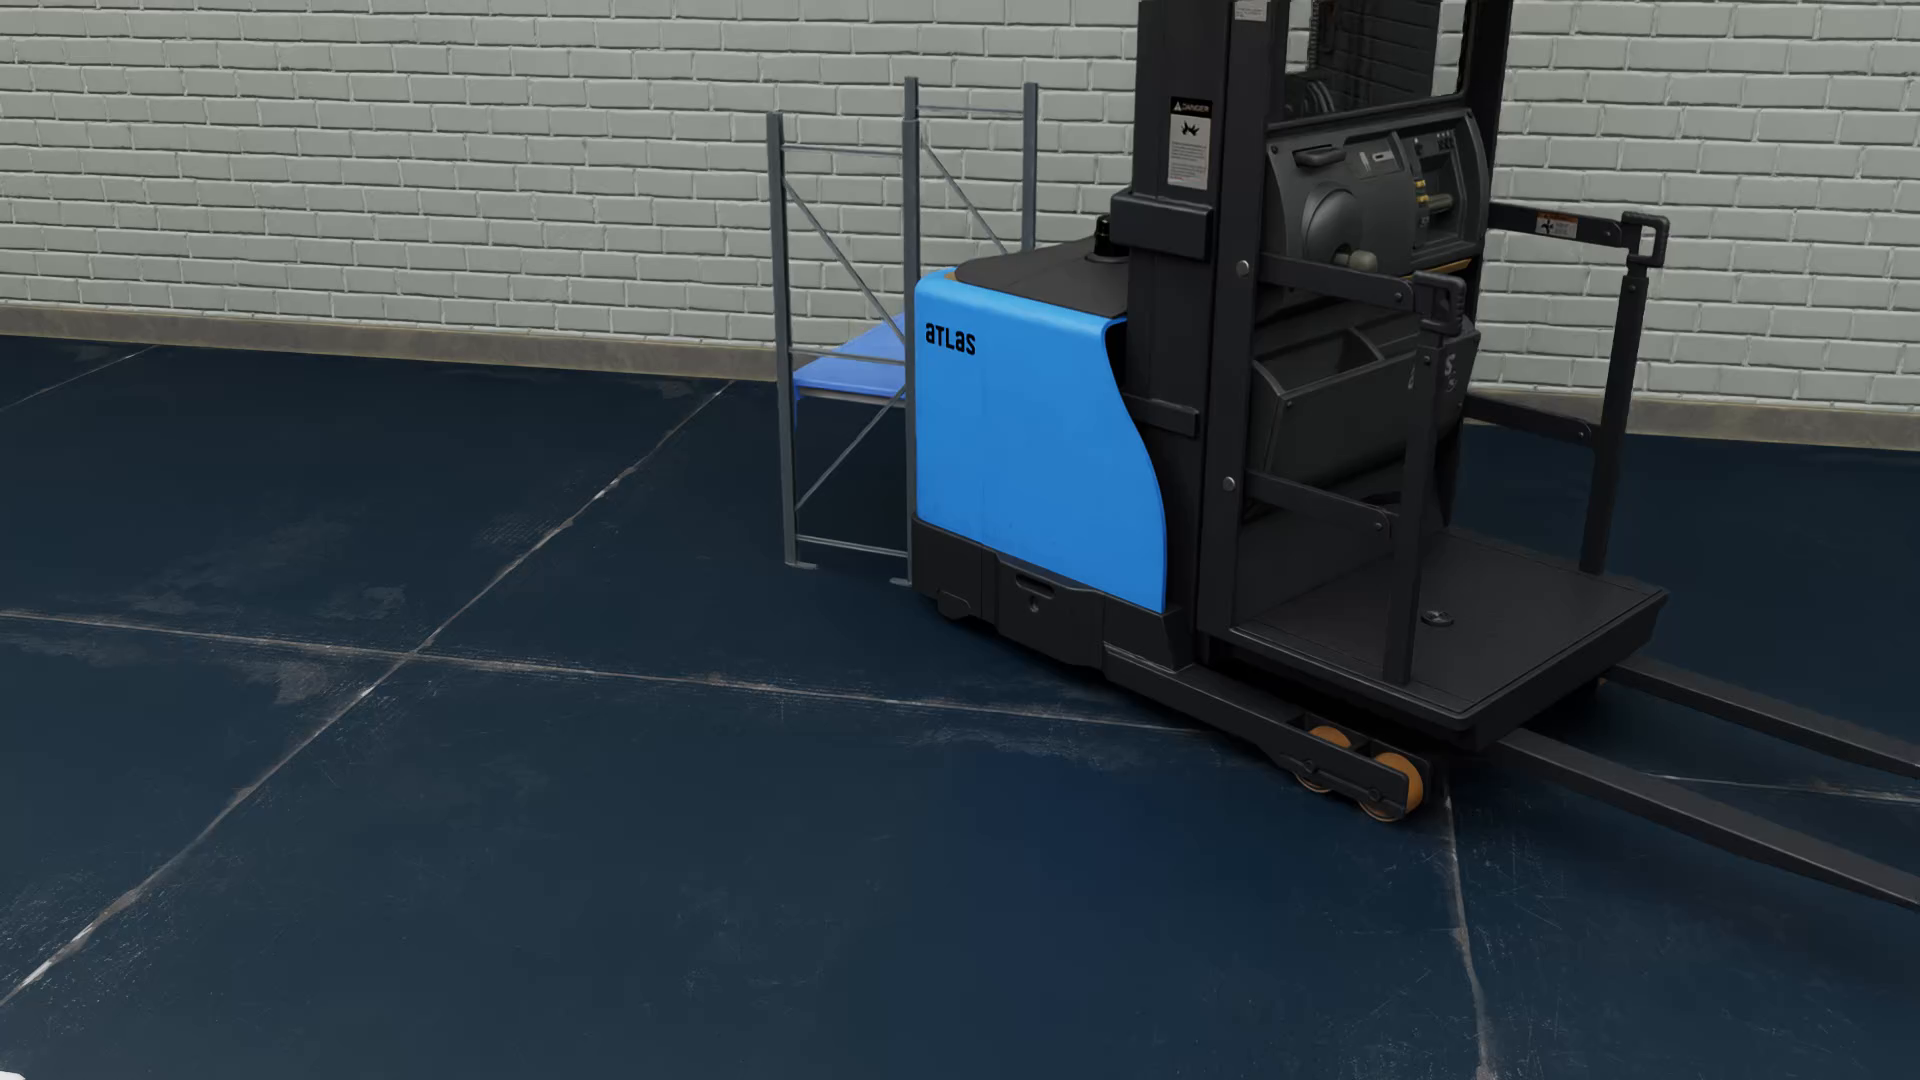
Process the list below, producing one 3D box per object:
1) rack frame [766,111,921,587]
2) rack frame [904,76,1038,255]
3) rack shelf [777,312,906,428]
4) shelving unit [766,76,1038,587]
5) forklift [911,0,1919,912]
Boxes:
[{"bbox_3d":[-0.357,-0.579,5.283,0.500,1.500,0.032,9,24,21],"label":"rack frame"},{"bbox_3d":[0.037,-0.929,6.153,0.500,1.500,0.032,9,24,21],"label":"rack frame"},{"bbox_3d":[-0.160,-0.587,5.785,0.538,0.185,1.000,9,24,21],"label":"rack shelf"},{"bbox_3d":[-0.160,-0.754,5.718,0.538,1.500,1.048,9,24,21],"label":"shelving unit"},{"bbox_3d":[1.229,-0.879,4.113,1.130,2.935,3.031,-20,29,-40],"label":"forklift"}]
